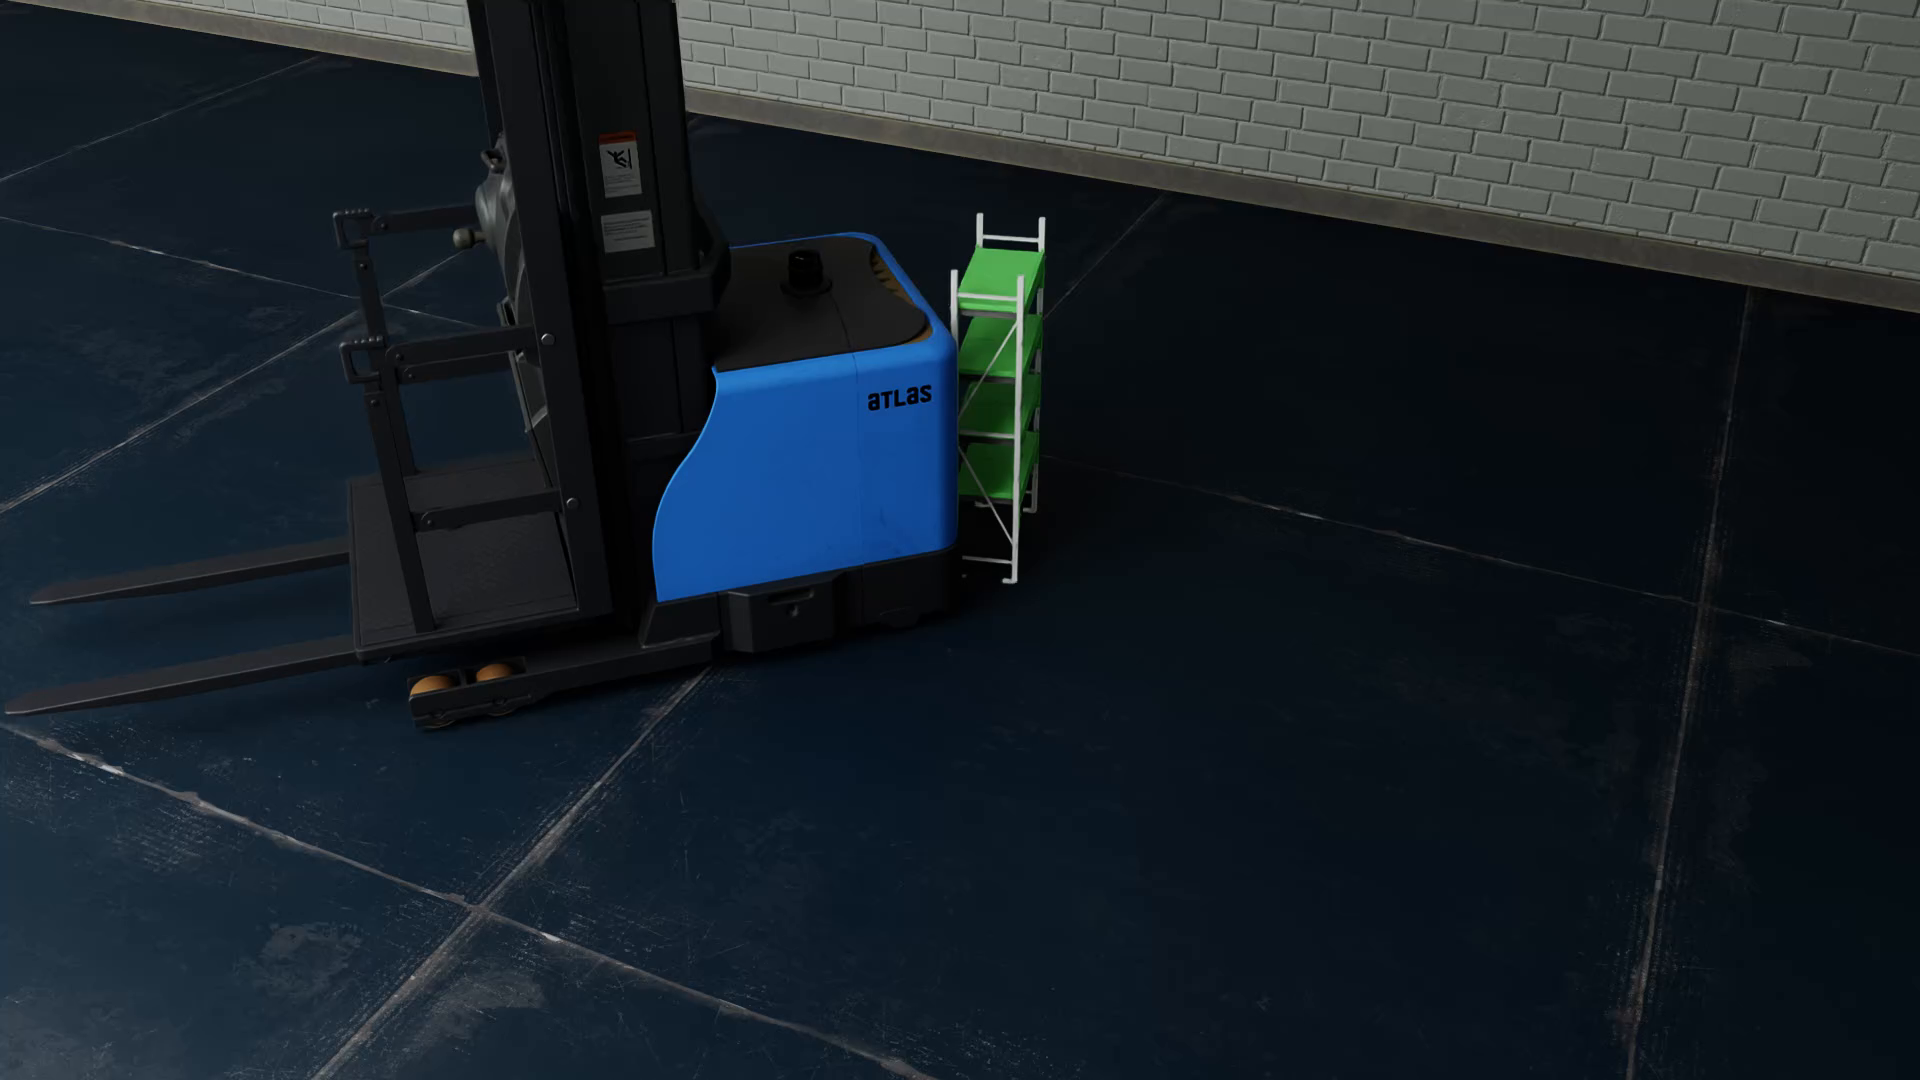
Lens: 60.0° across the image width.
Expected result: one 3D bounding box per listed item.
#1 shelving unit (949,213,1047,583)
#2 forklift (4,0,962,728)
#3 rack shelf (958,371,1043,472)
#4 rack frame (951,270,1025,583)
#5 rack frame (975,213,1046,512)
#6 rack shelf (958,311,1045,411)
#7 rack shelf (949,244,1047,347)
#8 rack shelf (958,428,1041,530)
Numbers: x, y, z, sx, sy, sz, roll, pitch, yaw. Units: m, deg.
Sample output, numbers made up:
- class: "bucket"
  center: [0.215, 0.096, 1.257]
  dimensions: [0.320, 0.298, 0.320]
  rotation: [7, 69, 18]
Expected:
- class: "shelving unit"
  center: [0.134, -0.493, 5.907]
  dimensions: [0.258, 1.200, 0.503]
  rotation: [6, 34, 9]
- class: "forklift"
  center: [-1.568, -0.949, 5.025]
  dimensions: [3.031, 2.935, 1.130]
  rotation: [-10, 35, -15]
- class: "rack shelf"
  center: [0.134, -0.439, 5.942]
  dimensions: [0.258, 0.148, 0.480]
  rotation: [6, 34, 9]
- class: "rack frame"
  center: [0.090, -0.361, 5.706]
  dimensions: [0.240, 1.200, 0.015]
  rotation: [6, 34, 9]
- class: "rack frame"
  center: [0.178, -0.624, 6.108]
  dimensions: [0.240, 1.200, 0.015]
  rotation: [6, 34, 9]
- class: "rack shelf"
  center: [0.134, -0.640, 5.811]
  dimensions: [0.258, 0.148, 0.480]
  rotation: [6, 34, 9]
- class: "rack shelf"
  center: [0.134, -0.841, 5.679]
  dimensions: [0.258, 0.148, 0.480]
  rotation: [6, 34, 9]
- class: "rack shelf"
  center: [0.134, -0.239, 6.074]
  dimensions: [0.258, 0.148, 0.480]
  rotation: [6, 34, 9]
